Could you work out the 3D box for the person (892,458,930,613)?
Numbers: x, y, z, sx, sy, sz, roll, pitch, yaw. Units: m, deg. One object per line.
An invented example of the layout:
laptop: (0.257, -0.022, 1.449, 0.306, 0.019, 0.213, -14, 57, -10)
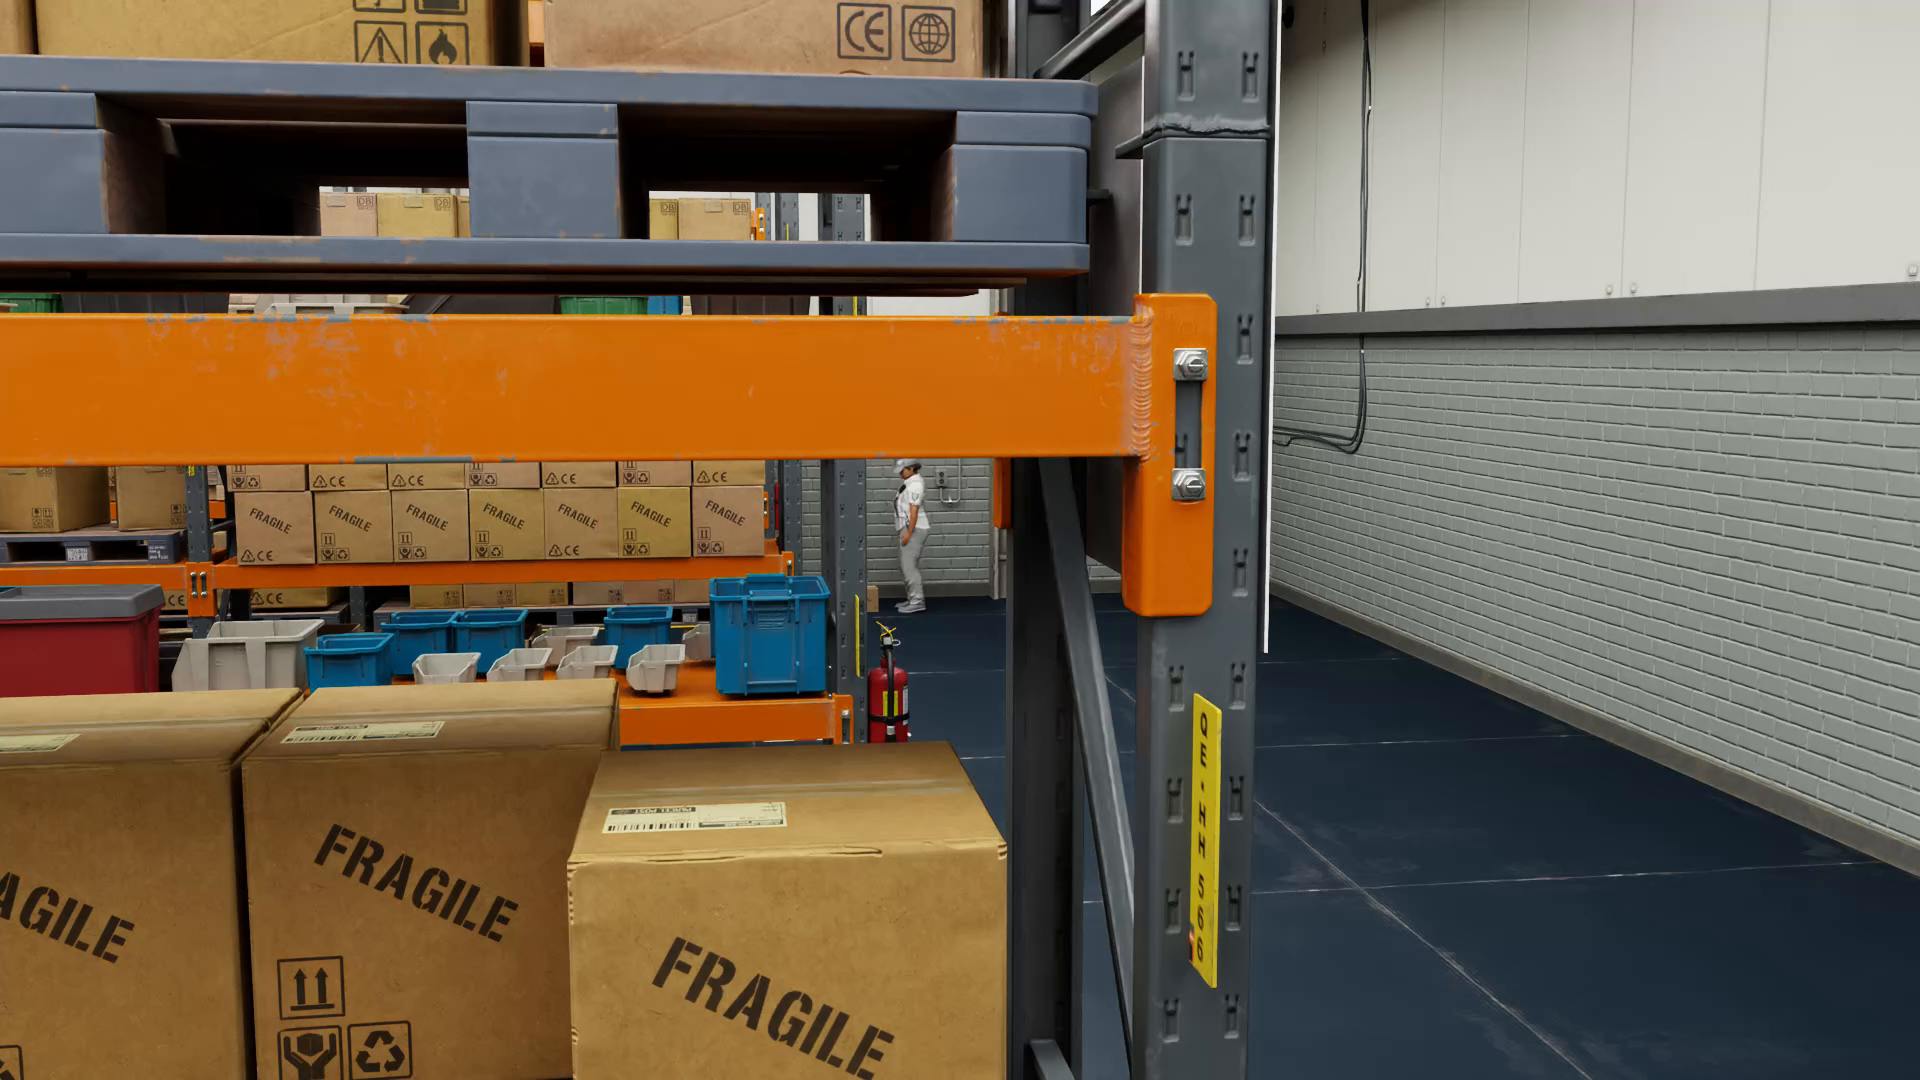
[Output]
person: (-0.519, -0.070, 17.546, 0.402, 1.650, 0.476, -1, 7, -8)
